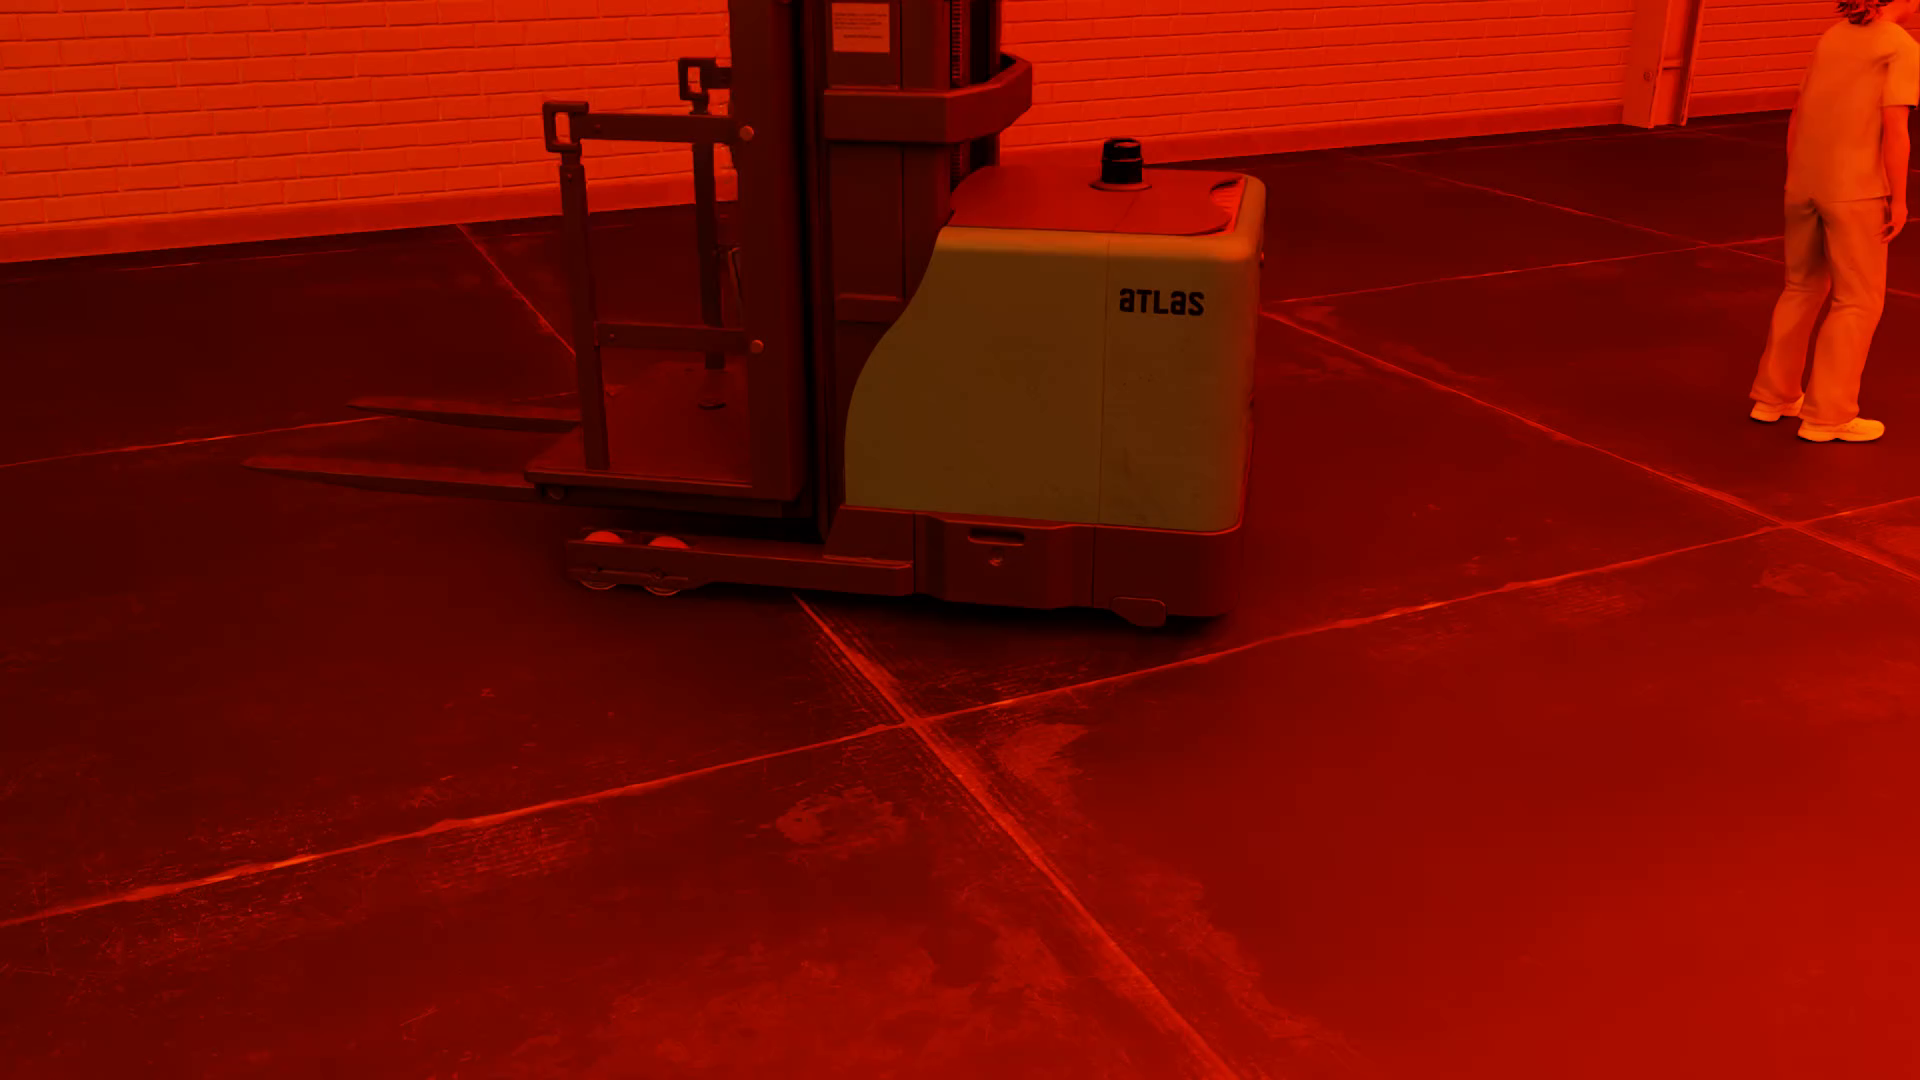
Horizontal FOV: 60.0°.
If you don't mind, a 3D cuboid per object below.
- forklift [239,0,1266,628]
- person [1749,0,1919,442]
[{"bbox_3d":[-0.654,-1.387,4.624,3.031,2.935,1.130,4,23,11],"label":"forklift"},{"bbox_3d":[3.088,-1.196,5.809,0.362,1.672,0.490,-8,24,-18],"label":"person"}]
